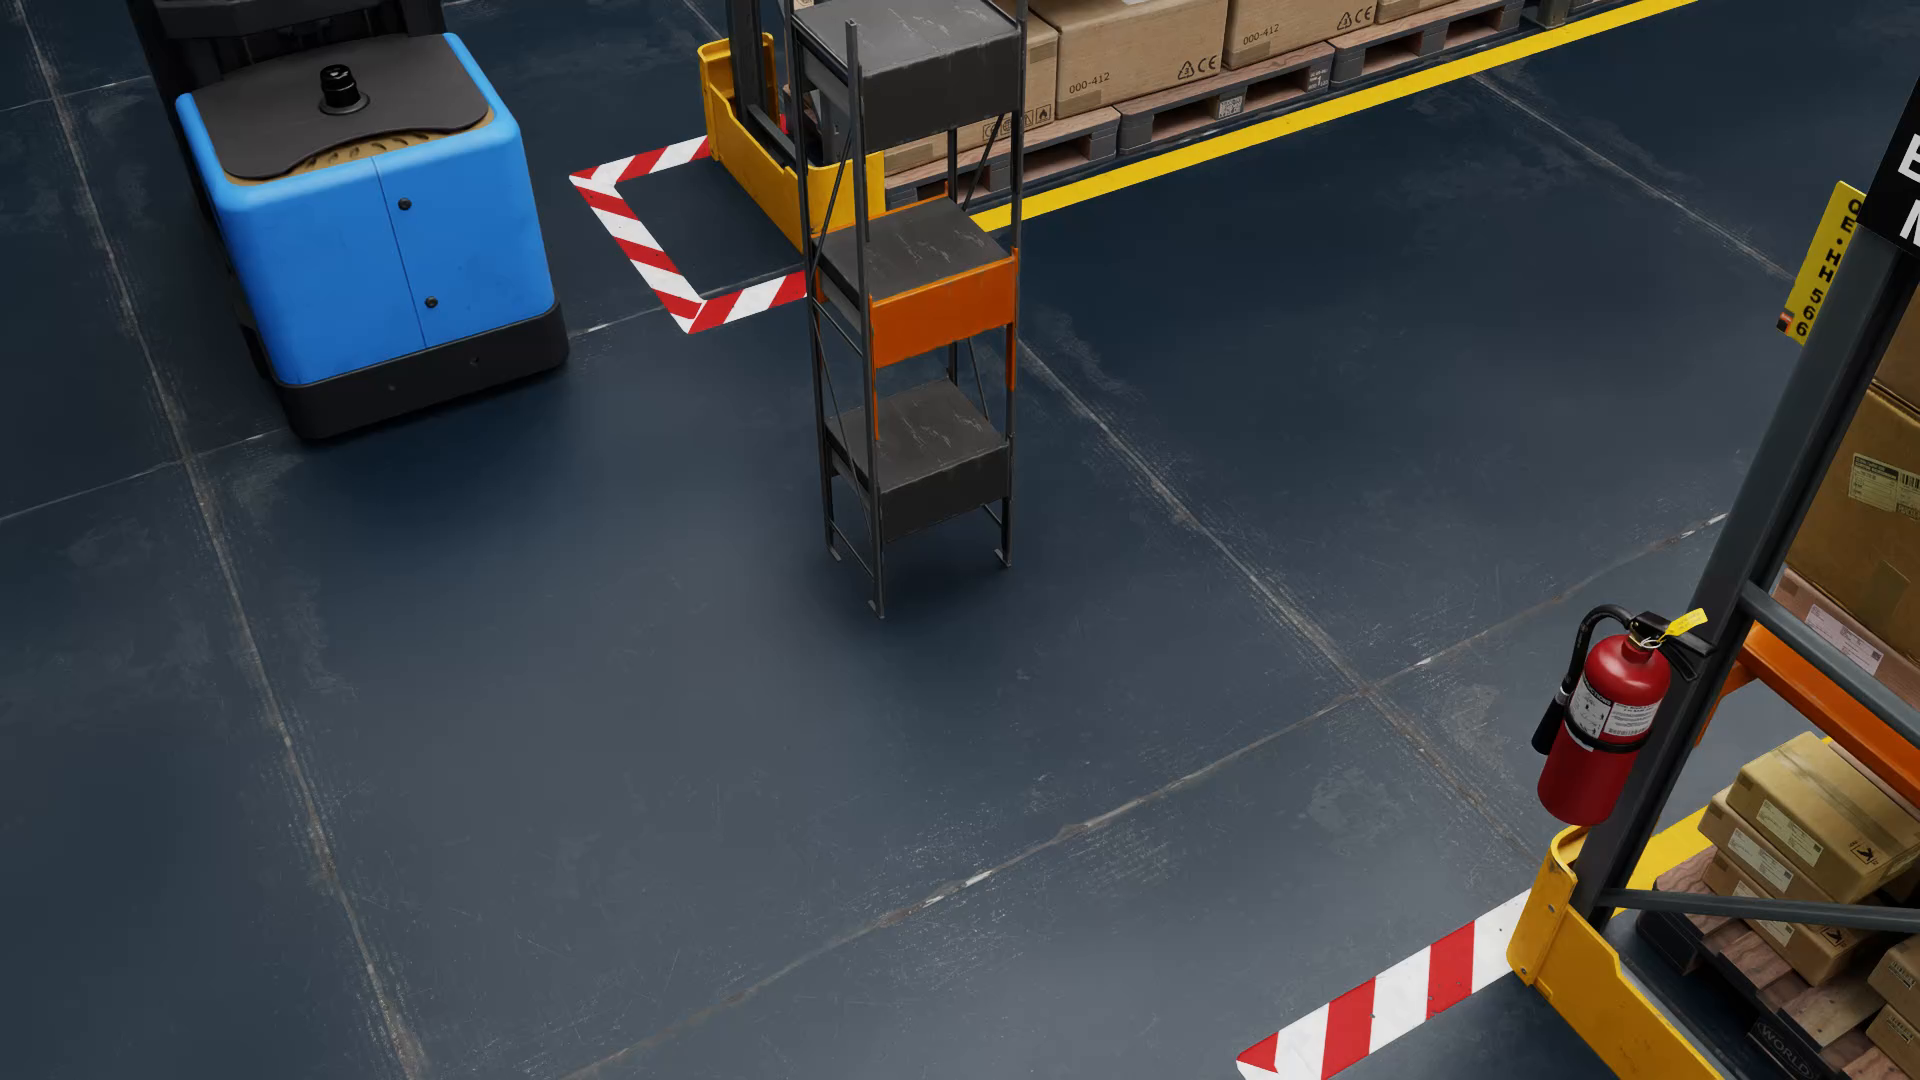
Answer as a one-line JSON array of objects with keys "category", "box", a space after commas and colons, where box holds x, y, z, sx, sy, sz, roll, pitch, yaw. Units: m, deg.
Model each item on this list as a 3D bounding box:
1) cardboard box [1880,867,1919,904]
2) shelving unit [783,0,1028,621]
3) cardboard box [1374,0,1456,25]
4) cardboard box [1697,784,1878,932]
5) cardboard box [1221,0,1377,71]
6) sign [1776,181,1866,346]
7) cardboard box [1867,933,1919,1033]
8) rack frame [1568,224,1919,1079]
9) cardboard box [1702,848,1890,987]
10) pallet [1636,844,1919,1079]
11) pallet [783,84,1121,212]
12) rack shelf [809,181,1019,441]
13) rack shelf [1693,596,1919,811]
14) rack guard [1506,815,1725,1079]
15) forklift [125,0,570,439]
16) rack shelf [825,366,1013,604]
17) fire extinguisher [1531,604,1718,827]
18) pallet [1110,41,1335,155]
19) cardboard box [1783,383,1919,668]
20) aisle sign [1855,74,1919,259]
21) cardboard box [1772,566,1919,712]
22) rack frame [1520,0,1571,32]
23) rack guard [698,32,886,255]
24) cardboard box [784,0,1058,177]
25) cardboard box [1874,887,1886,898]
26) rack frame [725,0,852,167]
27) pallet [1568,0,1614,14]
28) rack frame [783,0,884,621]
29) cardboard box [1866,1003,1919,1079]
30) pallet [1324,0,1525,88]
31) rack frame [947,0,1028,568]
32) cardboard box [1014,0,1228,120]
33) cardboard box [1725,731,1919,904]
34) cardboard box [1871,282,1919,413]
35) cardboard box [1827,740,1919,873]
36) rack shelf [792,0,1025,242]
[{"category": "cardboard box", "box": [2.420, 0.729, 4.377, 0.250, 0.149, 0.380, -23, 49, -22]}, {"category": "shelving unit", "box": [-0.144, -0.696, 4.960, 0.503, 2.100, 0.431, -22, 48, -21]}, {"category": "cardboard box", "box": [2.168, -3.043, 8.270, 0.875, 0.438, 0.875, -22, 48, -21]}, {"category": "cardboard box", "box": [2.167, 0.787, 4.317, 0.250, 0.149, 0.380, -23, 49, -22]}, {"category": "cardboard box", "box": [1.392, -2.732, 7.950, 0.875, 0.438, 0.875, -23, 49, -22]}, {"category": "sign", "box": [1.592, -0.494, 3.047, 0.005, 0.325, 0.100, -22, 48, -21]}, {"category": "cardboard box", "box": [2.433, 1.116, 3.979, 0.250, 0.149, 0.380, -20, 48, -19]}, {"category": "rack frame", "box": [1.851, 0.377, 3.208, 0.127, 3.000, 1.000, -22, 48, -21]}, {"category": "cardboard box", "box": [2.204, 0.940, 4.373, 0.250, 0.149, 0.380, -21, 48, -20]}, {"category": "pallet", "box": [2.639, 1.090, 4.475, 1.213, 0.211, 1.003, -22, 48, -21]}, {"category": "pallet", "box": [-0.048, -1.901, 7.558, 1.213, 0.211, 1.003, -22, 48, -21]}, {"category": "rack shelf", "box": [-0.144, -0.686, 4.969, 0.480, 0.518, 0.431, -22, 48, -21]}, {"category": "rack shelf", "box": [3.585, -0.059, 4.174, 4.000, 0.370, 1.077, -22, 48, -21]}, {"category": "rack guard", "box": [1.917, 1.247, 4.106, 0.348, 0.500, 1.175, -22, 48, -21]}, {"category": "forklift", "box": [-2.647, -2.439, 6.159, 1.130, 2.935, 3.031, -21, 48, -20]}, {"category": "rack shelf", "box": [-0.144, -0.184, 5.457, 0.480, 0.518, 0.431, -22, 48, -21]}, {"category": "fire extinguisher", "box": [1.403, 0.347, 3.562, 0.183, 0.674, 0.296, -22, 48, -21]}, {"category": "pallet", "box": [1.008, -2.322, 7.991, 1.213, 0.211, 1.003, -22, 48, -21]}, {"category": "cardboard box", "box": [2.113, -0.077, 3.390, 0.500, 0.500, 0.500, -21, 48, -20]}, {"category": "aisle sign", "box": [1.638, -0.712, 2.463, 0.004, 0.787, 0.394, -22, 48, -21]}, {"category": "cardboard box", "box": [1.993, 0.183, 3.588, 0.250, 0.149, 0.380, -22, 48, -21]}, {"category": "rack frame", "box": [2.766, -3.965, 7.682, 0.127, 3.000, 1.000, -22, 48, -21]}, {"category": "rack guard", "box": [-0.723, -1.672, 7.114, 0.348, 0.500, 1.175, -22, 48, -21]}, {"category": "cardboard box", "box": [-0.180, -2.098, 7.296, 0.875, 0.438, 0.875, -23, 49, -22]}, {"category": "cardboard box", "box": [2.376, 0.790, 4.528, 0.250, 0.149, 0.380, -20, 48, -20]}, {"category": "rack frame", "box": [-0.703, -2.577, 6.252, 0.127, 3.000, 1.000, -22, 48, -21]}, {"category": "pallet", "box": [3.397, -3.278, 8.976, 1.213, 0.211, 1.003, -22, 48, -21]}, {"category": "rack frame", "box": [-0.355, -0.611, 4.872, 0.015, 2.100, 0.400, -22, 48, -21]}, {"category": "cardboard box", "box": [2.465, 1.261, 4.043, 0.250, 0.149, 0.380, -21, 48, -20]}, {"category": "pallet", "box": [2.067, -2.748, 8.430, 1.213, 0.211, 1.003, -22, 48, -21]}, {"category": "rack frame", "box": [0.068, -0.781, 5.047, 0.015, 2.100, 0.400, -22, 48, -21]}, {"category": "cardboard box", "box": [0.609, -2.421, 7.629, 0.875, 0.438, 0.875, -21, 48, -20]}, {"category": "cardboard box", "box": [2.184, 0.699, 4.194, 0.250, 0.149, 0.380, -21, 48, -20]}, {"category": "cardboard box", "box": [2.124, -0.434, 3.040, 0.500, 0.500, 0.500, -23, 49, -22]}, {"category": "cardboard box", "box": [2.430, 0.646, 4.249, 0.250, 0.149, 0.380, -21, 48, -20]}, {"category": "rack shelf", "box": [-0.144, -1.189, 4.482, 0.480, 0.518, 0.431, -22, 48, -21]}]
